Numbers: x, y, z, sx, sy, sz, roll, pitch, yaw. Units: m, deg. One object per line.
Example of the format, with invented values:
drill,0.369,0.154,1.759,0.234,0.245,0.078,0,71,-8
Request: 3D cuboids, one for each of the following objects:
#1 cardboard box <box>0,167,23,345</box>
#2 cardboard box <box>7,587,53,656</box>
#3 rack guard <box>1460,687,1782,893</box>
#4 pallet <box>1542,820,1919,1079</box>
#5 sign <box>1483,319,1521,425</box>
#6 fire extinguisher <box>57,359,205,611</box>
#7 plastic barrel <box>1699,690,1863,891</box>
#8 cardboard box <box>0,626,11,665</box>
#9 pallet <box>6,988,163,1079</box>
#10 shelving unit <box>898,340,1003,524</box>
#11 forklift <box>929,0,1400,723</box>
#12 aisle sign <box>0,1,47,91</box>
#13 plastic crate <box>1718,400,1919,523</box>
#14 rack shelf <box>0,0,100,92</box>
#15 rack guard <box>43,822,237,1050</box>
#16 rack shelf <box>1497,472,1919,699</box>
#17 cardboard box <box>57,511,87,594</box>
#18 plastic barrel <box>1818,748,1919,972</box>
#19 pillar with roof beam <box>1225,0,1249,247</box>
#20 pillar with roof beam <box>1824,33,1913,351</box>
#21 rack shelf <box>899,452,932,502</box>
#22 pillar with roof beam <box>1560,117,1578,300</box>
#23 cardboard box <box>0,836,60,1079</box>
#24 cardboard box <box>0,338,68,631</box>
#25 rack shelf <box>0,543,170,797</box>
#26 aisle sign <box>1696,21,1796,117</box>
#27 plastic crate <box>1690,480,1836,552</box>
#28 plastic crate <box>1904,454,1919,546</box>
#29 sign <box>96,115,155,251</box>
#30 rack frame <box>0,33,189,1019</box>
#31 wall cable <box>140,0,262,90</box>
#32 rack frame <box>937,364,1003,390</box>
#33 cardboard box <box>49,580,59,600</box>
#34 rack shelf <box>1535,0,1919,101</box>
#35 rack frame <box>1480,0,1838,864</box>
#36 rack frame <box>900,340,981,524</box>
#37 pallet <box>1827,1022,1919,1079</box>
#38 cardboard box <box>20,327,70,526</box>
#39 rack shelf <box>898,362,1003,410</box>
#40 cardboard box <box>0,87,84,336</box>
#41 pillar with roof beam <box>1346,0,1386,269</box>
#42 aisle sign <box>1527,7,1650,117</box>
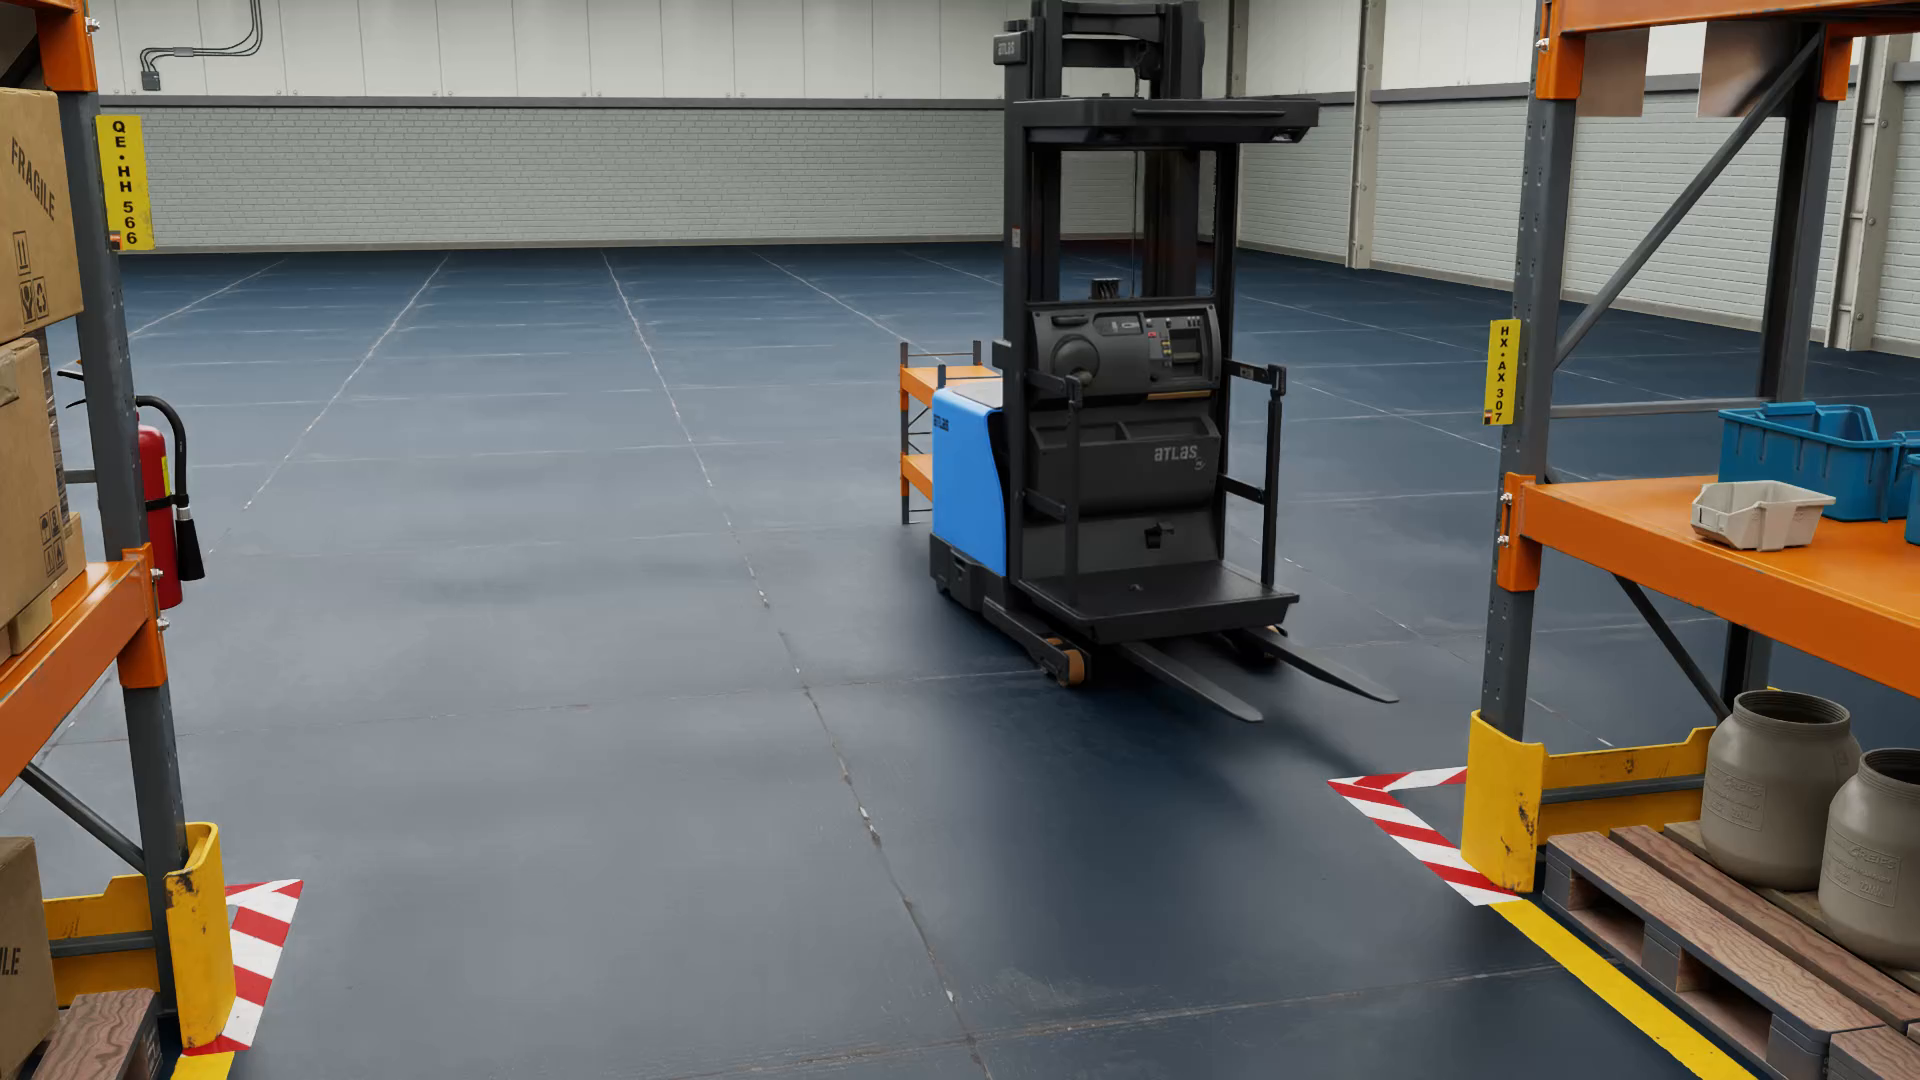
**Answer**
cardboard box,-2.110,-0.588,3.069,0.500,0.500,0.500,-3,14,-13
cardboard box,-2.168,0.151,3.516,0.380,0.149,0.250,-3,14,-13
rack guard,2.276,0.816,5.535,1.175,0.500,0.348,-3,14,-13
pallet,2.462,1.144,4.801,1.003,0.211,1.213,-3,14,-13
sign,1.677,-0.518,5.145,0.100,0.325,0.005,-3,14,-13
fire extinguisher,-2.181,-0.152,4.391,0.296,0.674,0.183,-3,14,-13
plastic barrel,2.441,0.739,4.940,0.421,0.512,0.421,0,14,0
cardboard box,-2.124,0.210,3.277,0.380,0.149,0.250,-3,14,-13
pallet,-2.428,1.424,3.653,1.003,0.211,1.213,-3,14,-13
shelving unit,0.002,-0.545,9.787,0.538,1.125,1.048,-3,14,-13
forklift,0.846,-0.891,7.400,1.130,2.935,3.031,-5,15,-21
aisle sign,-2.325,-1.431,3.987,0.394,0.787,0.004,-3,14,-13
plastic crate,2.621,-0.242,4.912,0.499,0.251,0.616,-3,14,-13
rack shelf,-2.132,-0.784,2.010,1.077,0.370,4.000,-3,14,-13
rack guard,-2.584,1.094,4.394,1.175,0.500,0.348,-3,14,-13
rack shelf,2.682,0.397,3.496,1.077,0.370,4.000,-3,14,-13
cardboard box,-2.334,0.039,3.977,0.380,0.149,0.250,-3,14,-13
plastic barrel,2.559,0.854,4.467,0.421,0.512,0.421,0,14,0
pillar with roof beam,1.617,-10.447,33.729,9.100,9.000,0.400,-3,14,-13
pillar with roof beam,5.845,-6.295,16.732,9.100,9.000,0.400,-3,14,-13
rack shelf,0.002,-0.307,9.845,0.538,0.278,1.000,-3,14,-13
pillar with roof beam,4.436,-7.679,22.398,9.100,9.000,0.400,-3,14,-13
cardboard box,-2.472,1.018,3.822,0.500,0.500,0.500,-1,14,-3
cardboard box,-2.265,-0.093,3.151,0.875,0.500,0.500,-3,14,-13
rack shelf,-2.132,0.674,2.366,1.077,0.370,4.000,-3,14,-13
aisle sign,2.484,-1.709,5.126,0.394,0.787,0.004,-3,14,-13
plastic crate,2.110,-0.061,4.412,0.298,0.136,0.250,-3,14,-13
plastic crate,2.768,-0.092,4.298,0.499,0.251,0.408,-3,14,-13
sign,-2.058,-0.880,4.102,0.100,0.325,0.005,-3,14,-13
rack frame,-2.602,-0.137,4.169,1.000,3.000,0.127,-3,14,-13
wall cable,-14.992,-11.863,32.356,2.305,6.003,0.169,-3,14,-13
rack frame,0.121,-0.428,9.307,0.500,1.125,0.032,-3,14,-13
cardboard box,-2.276,0.097,3.741,0.380,0.149,0.250,-3,14,-13
rack shelf,2.682,-1.060,3.140,1.077,0.370,4.000,-3,14,-13
rack frame,2.212,-0.413,5.299,1.000,3.000,0.127,-3,14,-13
rack frame,-0.118,-0.662,10.267,0.500,1.125,0.032,-3,14,-13
pallet,2.745,1.425,3.651,1.003,0.211,1.213,-3,14,-13
cardboard box,-2.500,-0.202,3.596,0.875,0.500,0.500,-3,14,-13
rack shelf,0.002,-0.829,9.718,0.538,0.278,1.000,-3,14,-13
cardboard box,-2.233,-0.703,3.540,0.500,0.500,0.500,-3,14,-13
pillar with roof beam,3.026,-9.063,28.064,9.100,9.000,0.400,-3,14,-13
aisle sign,1.911,-1.677,4.992,0.394,0.787,0.004,-3,14,-13
